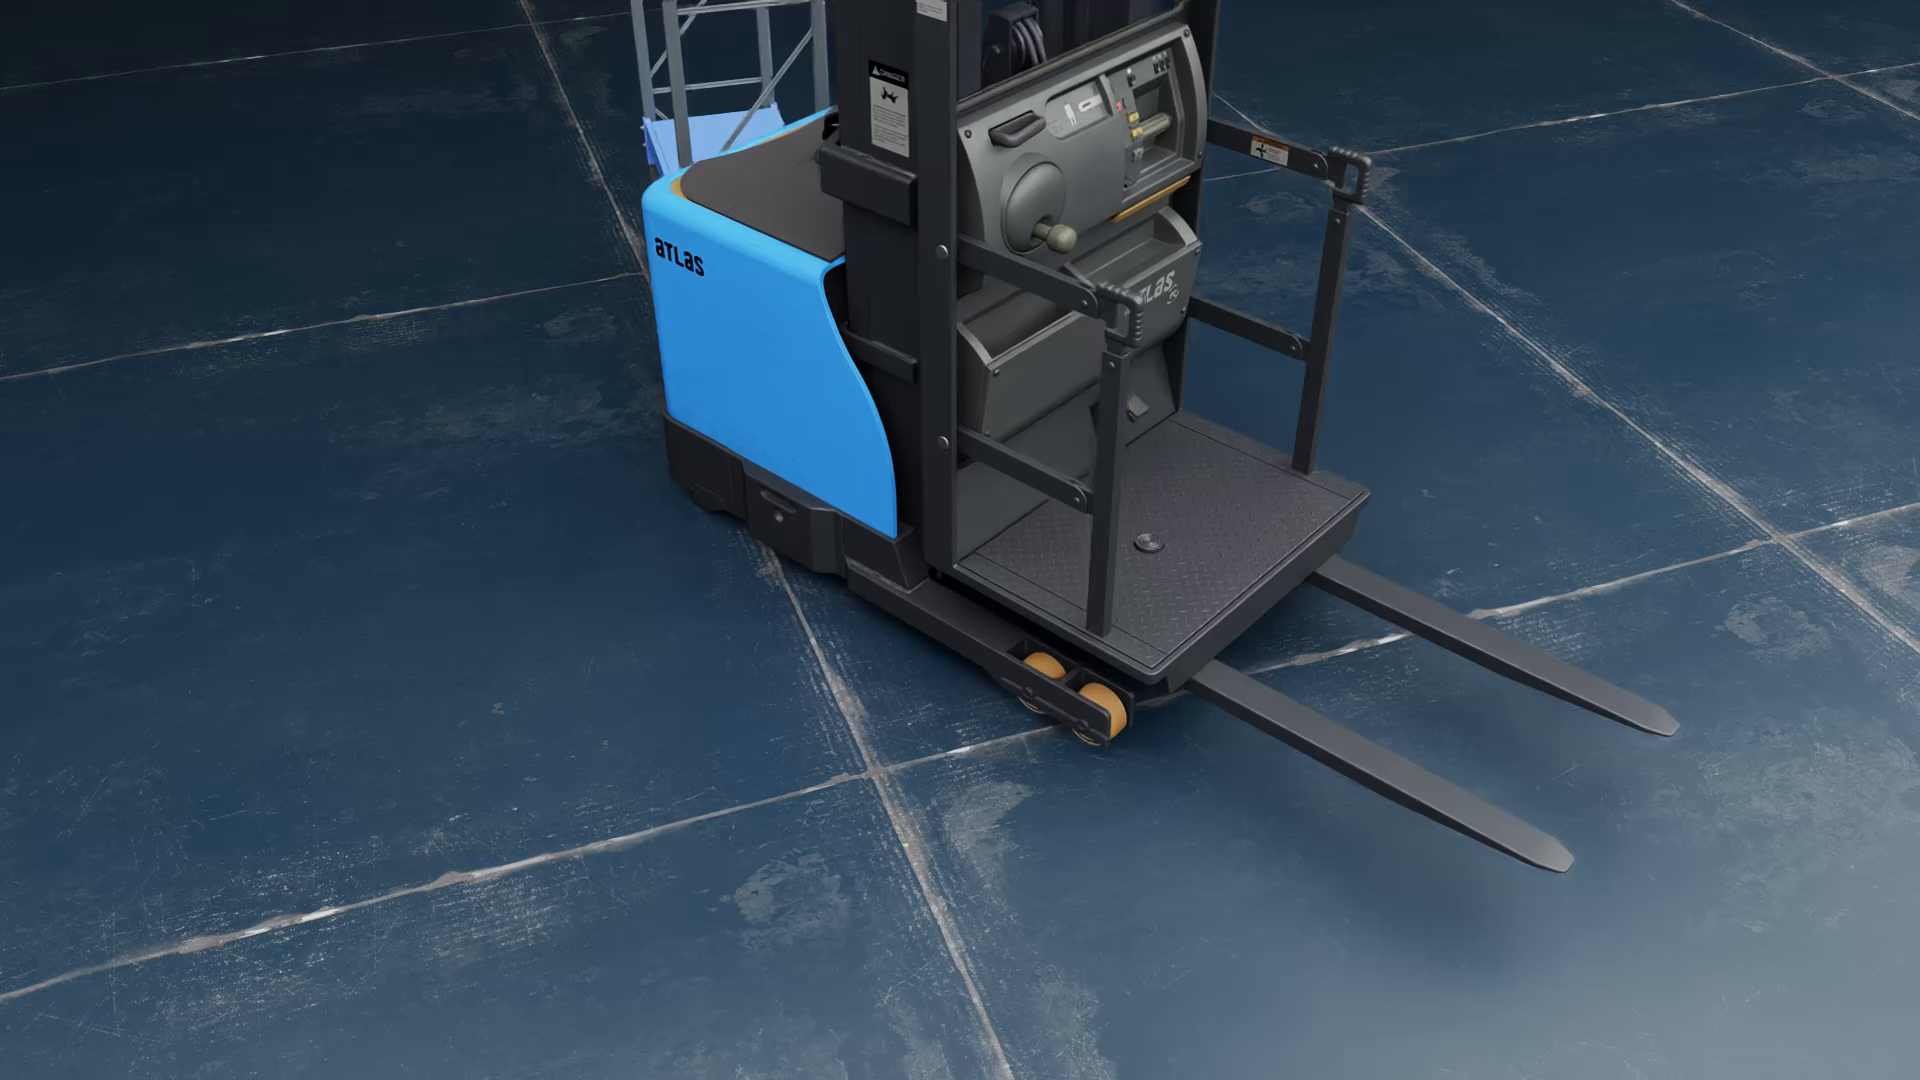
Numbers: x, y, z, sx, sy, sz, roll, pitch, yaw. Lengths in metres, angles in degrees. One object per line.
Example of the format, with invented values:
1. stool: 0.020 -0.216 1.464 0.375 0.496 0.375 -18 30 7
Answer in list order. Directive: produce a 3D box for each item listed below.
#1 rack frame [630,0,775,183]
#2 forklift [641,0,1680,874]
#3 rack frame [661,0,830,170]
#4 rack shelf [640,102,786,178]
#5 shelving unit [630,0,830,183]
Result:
1. rack frame: -0.954 -1.713 6.278 0.500 1.500 0.032 -10 38 -13
2. forklift: 0.489 -0.974 4.107 3.031 2.935 1.130 28 45 32
3. rack frame: -0.664 -1.127 5.500 0.500 1.500 0.032 -10 38 -13
4. rack shelf: -0.809 -1.276 5.997 0.538 0.185 1.000 -10 38 -13
5. shelving unit: -0.809 -1.420 5.889 0.538 1.500 1.048 -10 38 -13
